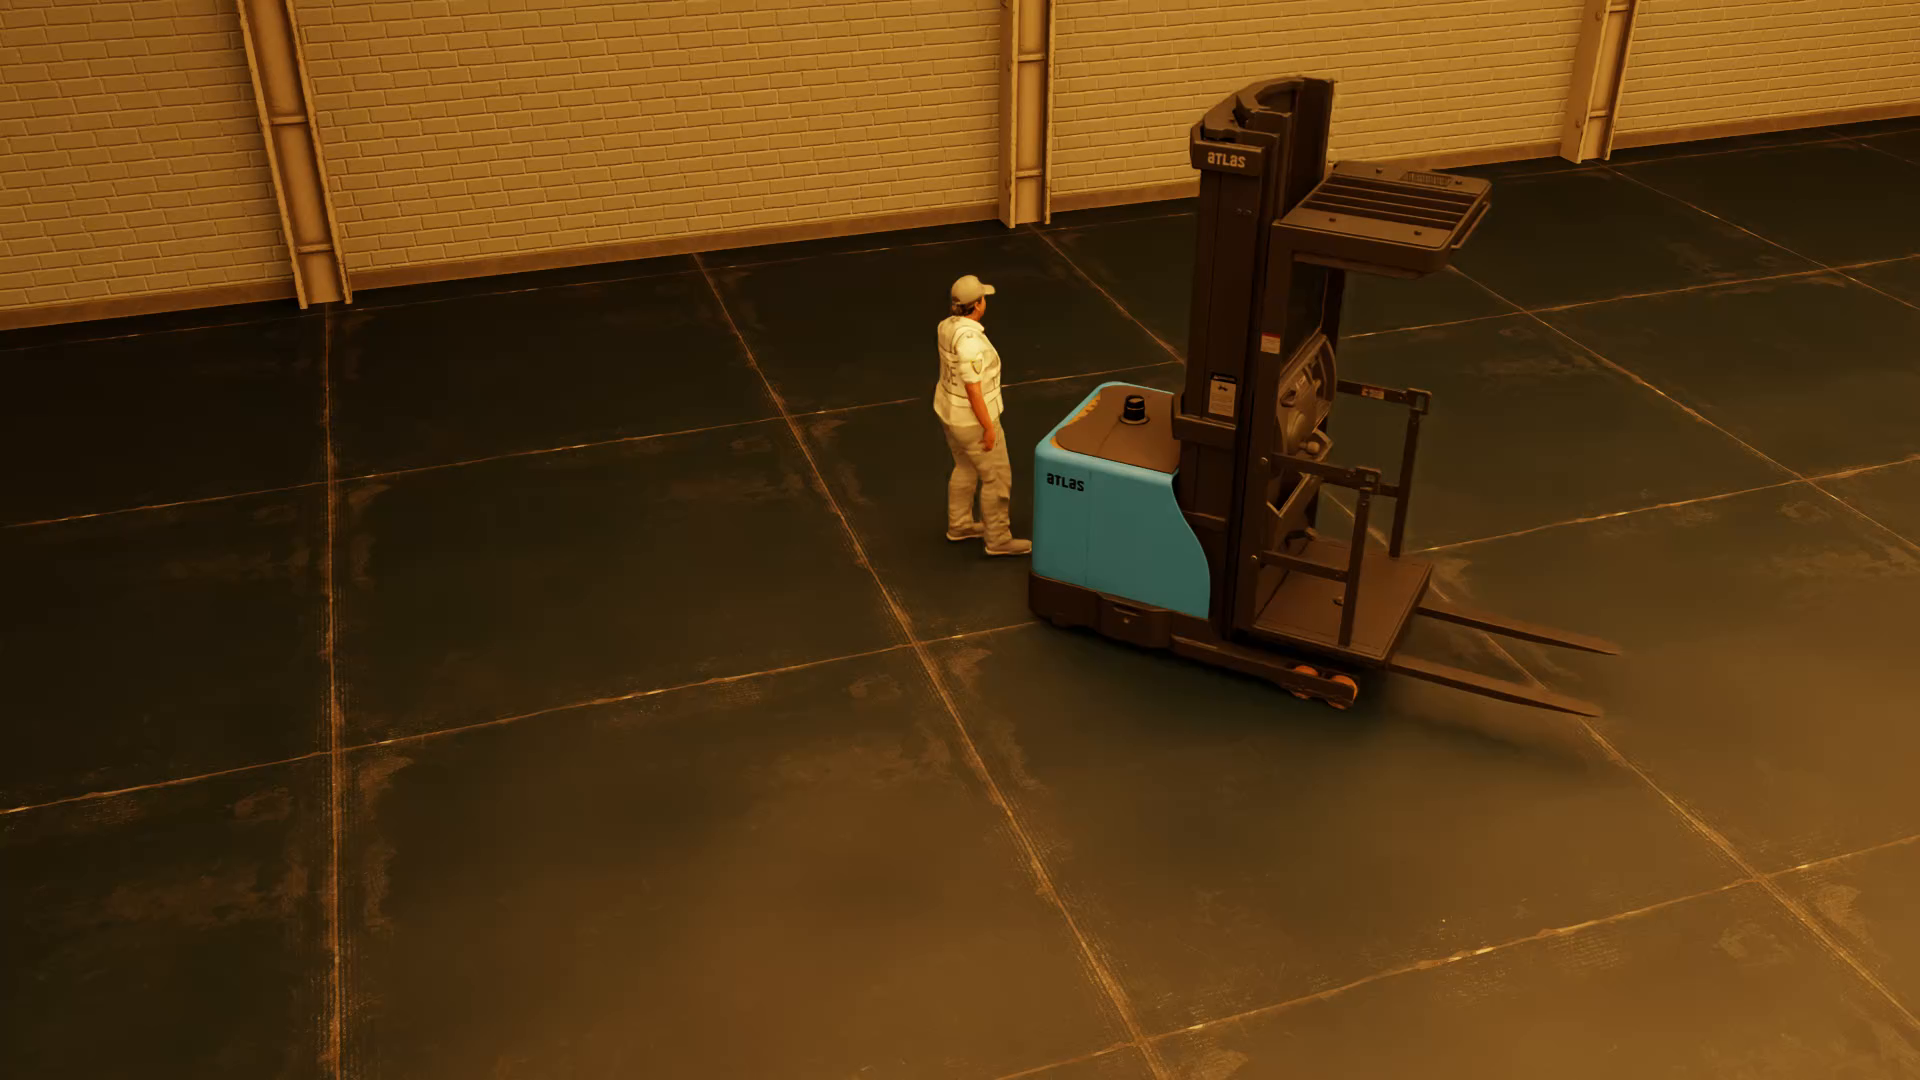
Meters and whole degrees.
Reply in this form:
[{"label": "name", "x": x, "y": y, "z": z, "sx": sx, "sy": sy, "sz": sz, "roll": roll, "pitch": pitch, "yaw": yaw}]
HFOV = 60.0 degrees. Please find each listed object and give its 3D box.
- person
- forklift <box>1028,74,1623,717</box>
[{"label": "person", "x": 0.116, "y": -0.737, "z": 9.644, "sx": 0.513, "sy": 1.663, "sz": 0.601, "roll": -11, "pitch": 32, "yaw": -19}, {"label": "forklift", "x": 1.929, "y": -0.711, "z": 8.323, "sx": 3.031, "sy": 2.935, "sz": 1.130, "roll": 14, "pitch": 33, "yaw": 23}]
